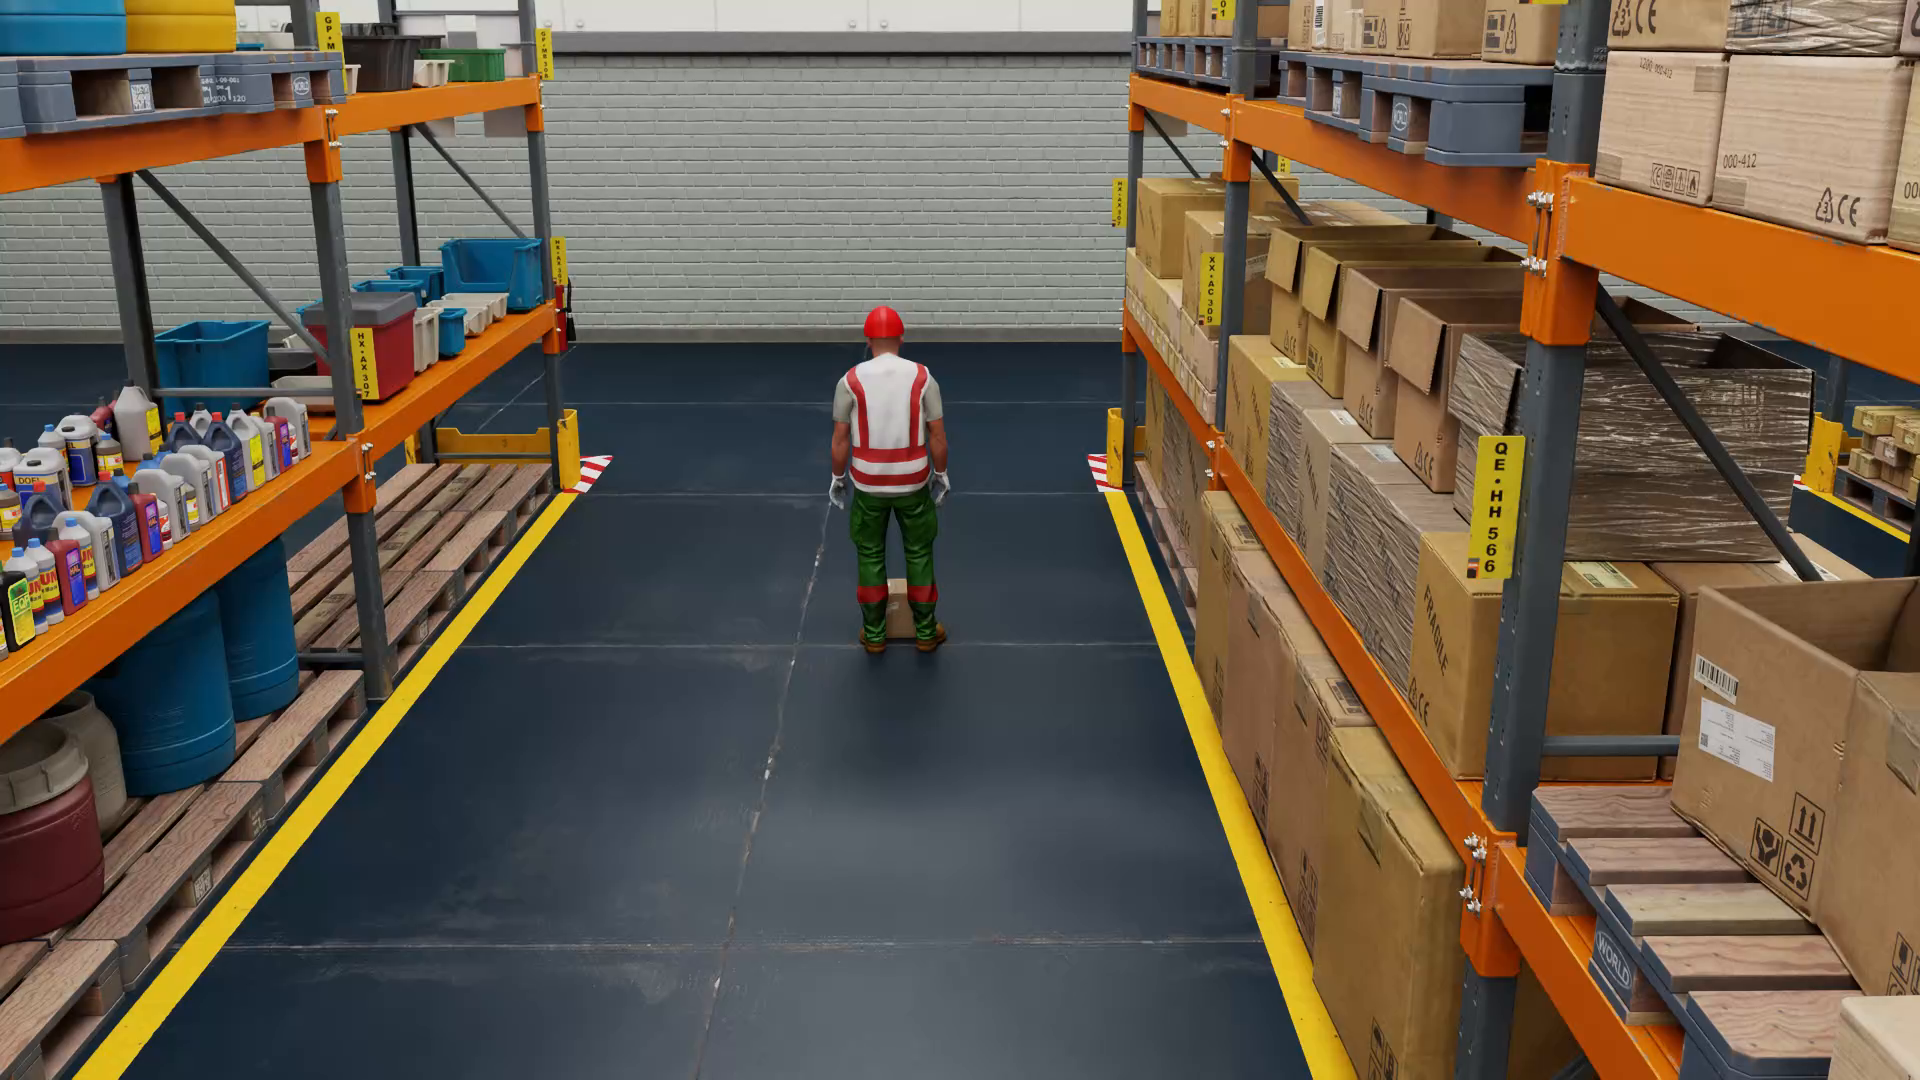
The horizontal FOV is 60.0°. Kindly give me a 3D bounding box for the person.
[{"bbox_3d":[-0.358,-0.299,8.496,0.623,1.781,0.446,-1,17,-3],"label":"person"}]
